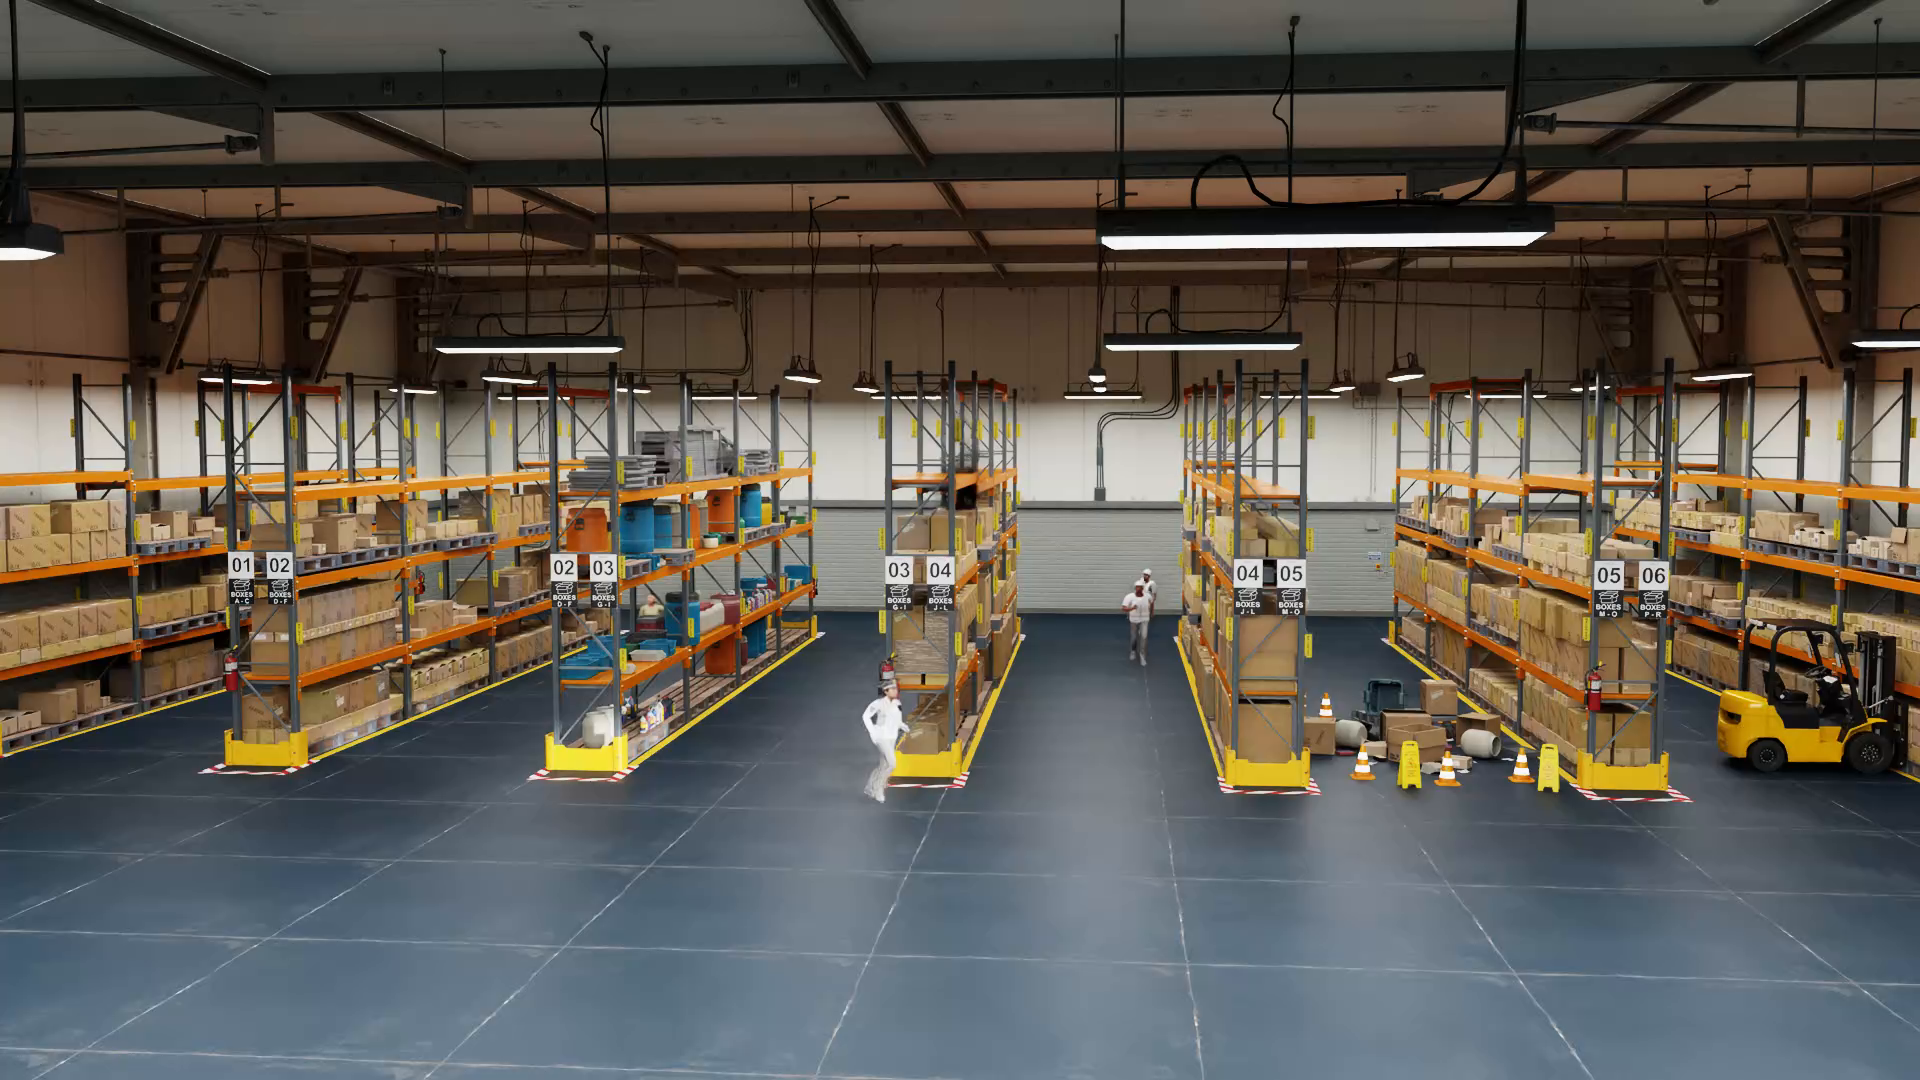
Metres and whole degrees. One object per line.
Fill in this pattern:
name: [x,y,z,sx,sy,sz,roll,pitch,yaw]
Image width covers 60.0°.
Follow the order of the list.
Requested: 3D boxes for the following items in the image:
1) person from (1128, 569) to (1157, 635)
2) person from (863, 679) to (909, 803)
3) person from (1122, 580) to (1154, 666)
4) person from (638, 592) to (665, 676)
person: [4.419,1.511,40.423,0.533,1.643,0.848,-2,4,-32]
person: [-0.996,2.703,22.525,0.744,1.669,0.535,3,5,40]
person: [3.819,1.754,35.618,0.721,1.794,0.896,0,4,-2]
person: [-6.318,1.933,34.185,0.594,1.743,0.729,0,4,6]
